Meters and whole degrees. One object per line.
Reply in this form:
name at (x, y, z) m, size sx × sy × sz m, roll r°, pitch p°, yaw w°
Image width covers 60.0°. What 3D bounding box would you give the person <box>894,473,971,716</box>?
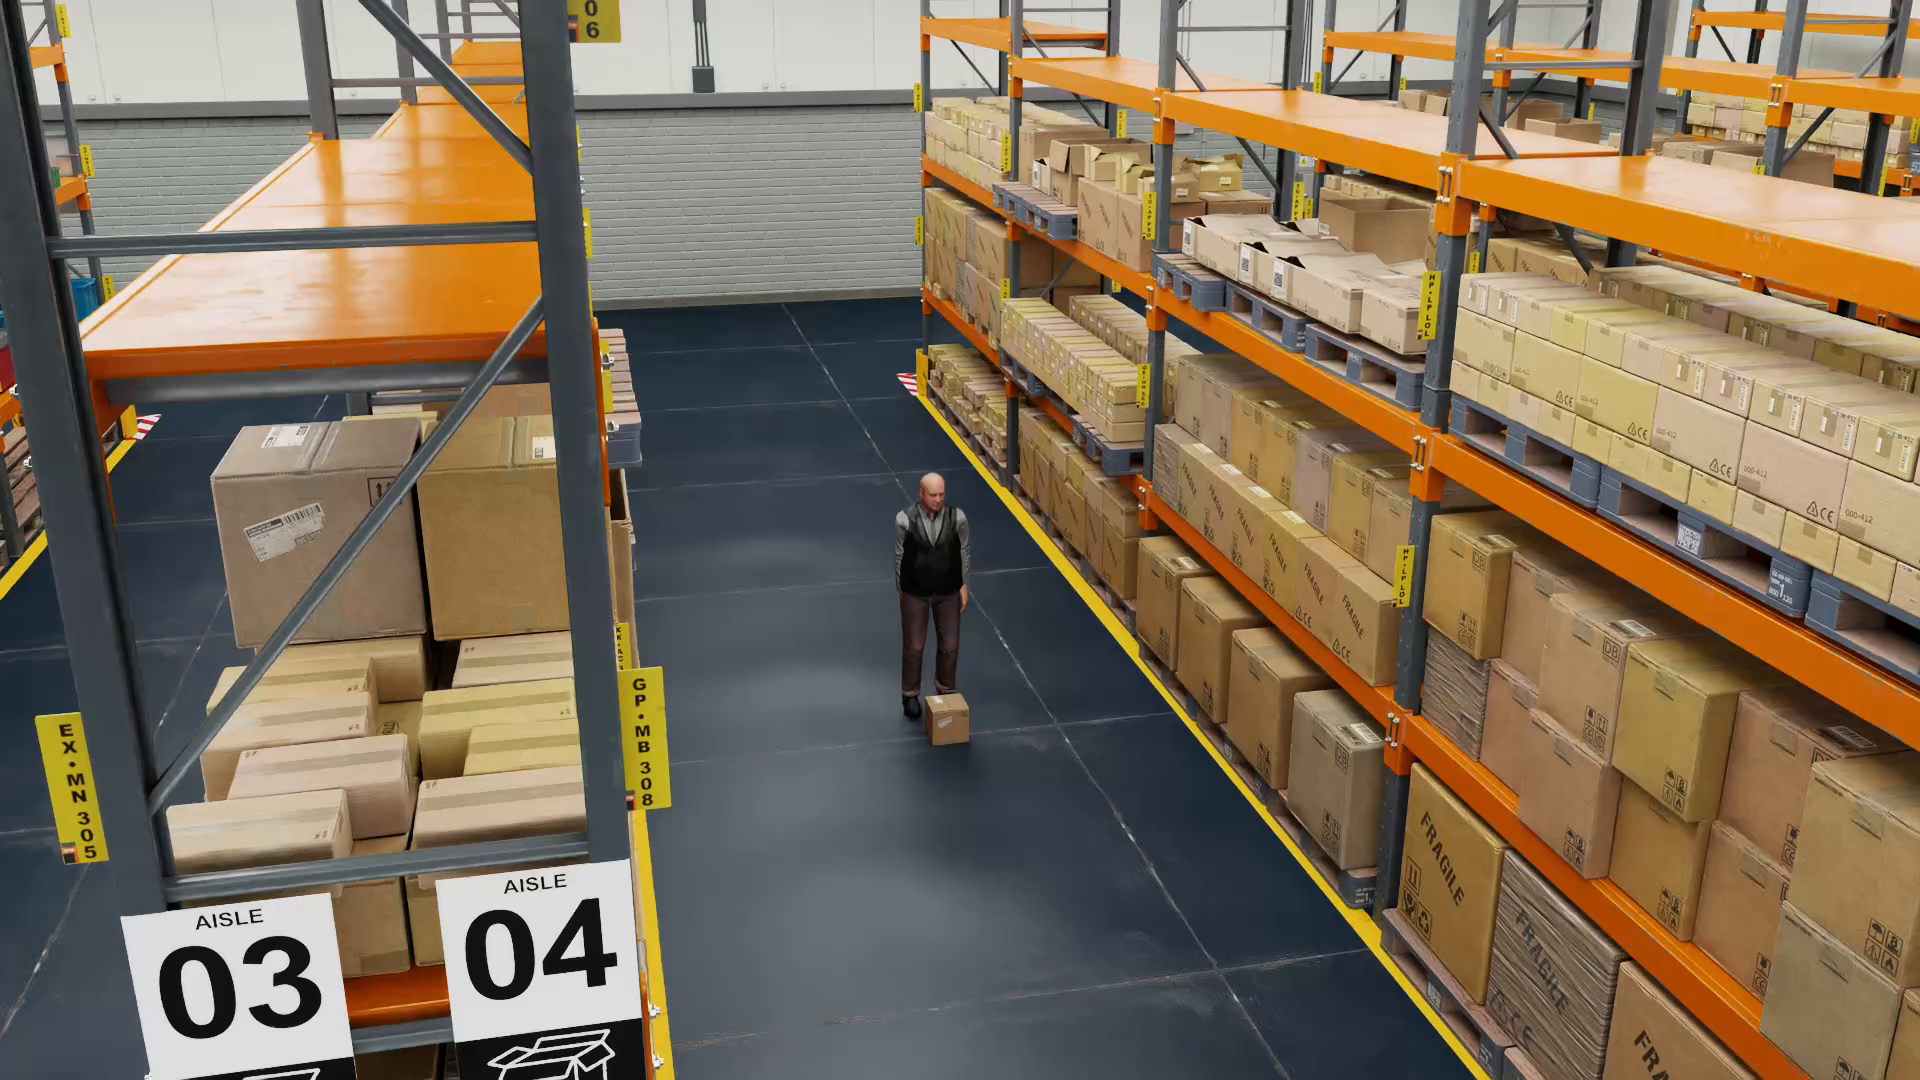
person at (-0.183, 0.363, 11.410) m, size 0.533 × 1.714 × 0.358 m, roll -4°, pitch 20°, yaw -11°
